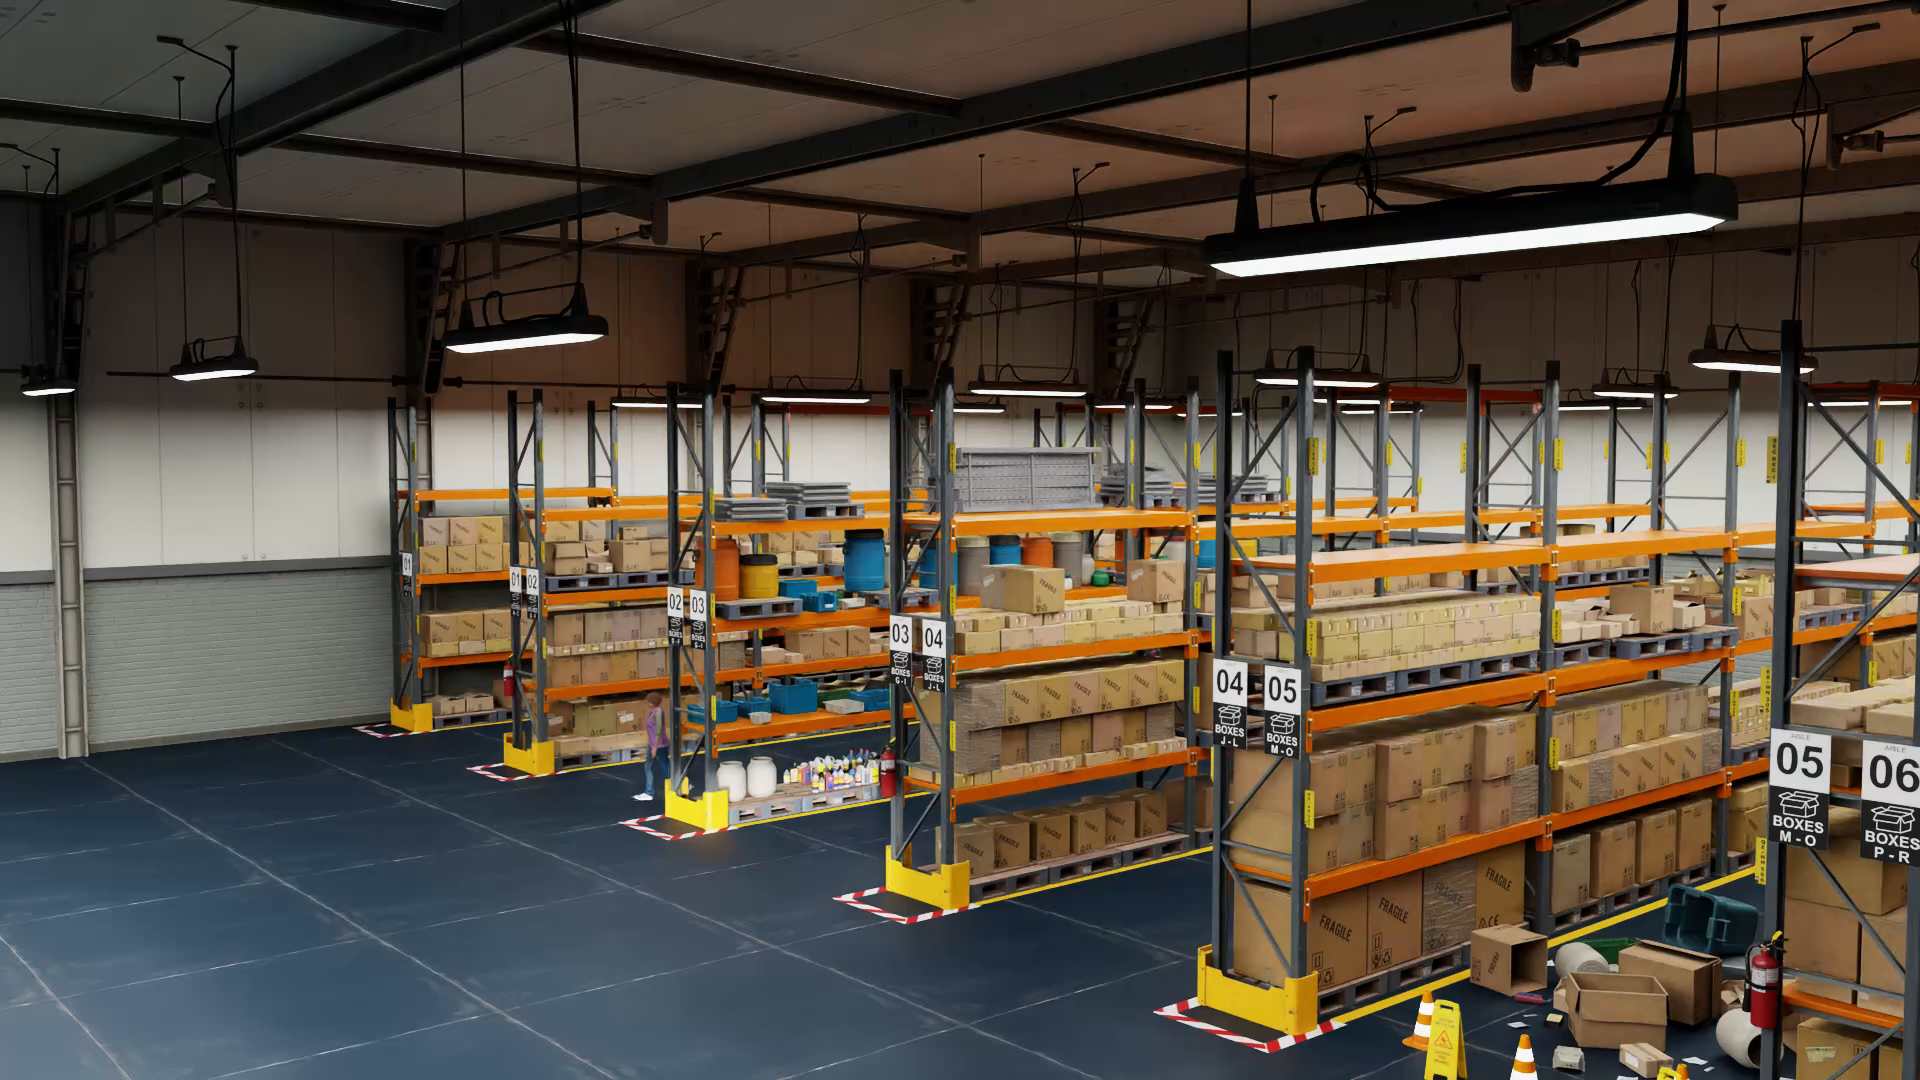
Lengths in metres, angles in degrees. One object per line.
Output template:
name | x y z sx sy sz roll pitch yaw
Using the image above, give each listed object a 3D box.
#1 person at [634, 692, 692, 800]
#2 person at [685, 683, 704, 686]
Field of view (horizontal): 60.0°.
person | -4.300 2.976 24.036 0.823 1.564 0.435 -1 4 -20
person | -5.173 2.409 31.960 0.600 1.729 1.104 1 4 20
